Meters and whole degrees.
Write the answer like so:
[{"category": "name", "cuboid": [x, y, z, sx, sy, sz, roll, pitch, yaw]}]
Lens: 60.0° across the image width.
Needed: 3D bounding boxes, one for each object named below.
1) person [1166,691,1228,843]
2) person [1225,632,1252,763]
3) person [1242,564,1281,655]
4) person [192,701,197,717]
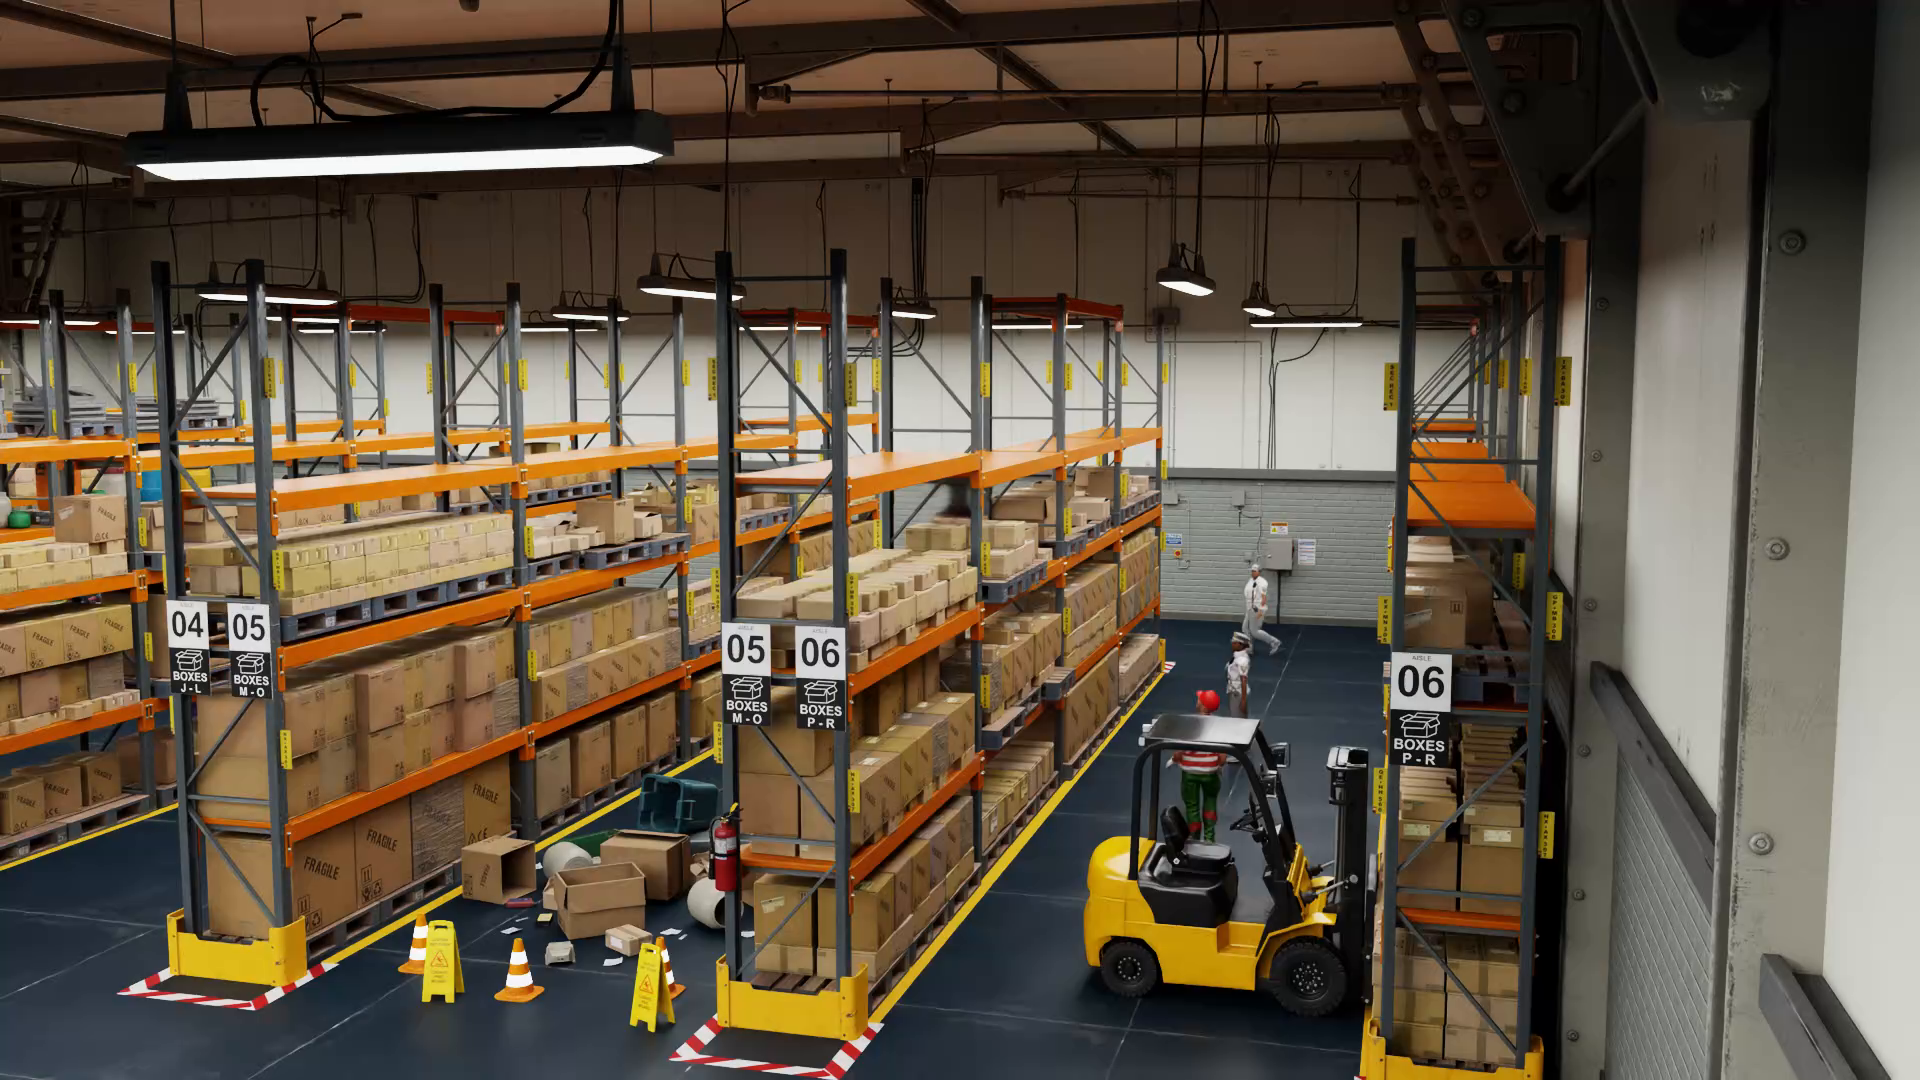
[{"category": "person", "cuboid": [2.491, 2.442, 17.448, 0.645, 1.798, 0.542, 1, 6, 5]}, {"category": "person", "cuboid": [3.624, 2.039, 21.691, 0.365, 1.687, 0.526, 2, 6, 15]}, {"category": "person", "cuboid": [5.288, 1.233, 29.418, 0.755, 1.626, 0.517, 1, 6, 9]}, {"category": "person", "cuboid": [-10.346, 1.963, 22.534, 0.442, 1.642, 0.558, 0, 6, 2]}]
